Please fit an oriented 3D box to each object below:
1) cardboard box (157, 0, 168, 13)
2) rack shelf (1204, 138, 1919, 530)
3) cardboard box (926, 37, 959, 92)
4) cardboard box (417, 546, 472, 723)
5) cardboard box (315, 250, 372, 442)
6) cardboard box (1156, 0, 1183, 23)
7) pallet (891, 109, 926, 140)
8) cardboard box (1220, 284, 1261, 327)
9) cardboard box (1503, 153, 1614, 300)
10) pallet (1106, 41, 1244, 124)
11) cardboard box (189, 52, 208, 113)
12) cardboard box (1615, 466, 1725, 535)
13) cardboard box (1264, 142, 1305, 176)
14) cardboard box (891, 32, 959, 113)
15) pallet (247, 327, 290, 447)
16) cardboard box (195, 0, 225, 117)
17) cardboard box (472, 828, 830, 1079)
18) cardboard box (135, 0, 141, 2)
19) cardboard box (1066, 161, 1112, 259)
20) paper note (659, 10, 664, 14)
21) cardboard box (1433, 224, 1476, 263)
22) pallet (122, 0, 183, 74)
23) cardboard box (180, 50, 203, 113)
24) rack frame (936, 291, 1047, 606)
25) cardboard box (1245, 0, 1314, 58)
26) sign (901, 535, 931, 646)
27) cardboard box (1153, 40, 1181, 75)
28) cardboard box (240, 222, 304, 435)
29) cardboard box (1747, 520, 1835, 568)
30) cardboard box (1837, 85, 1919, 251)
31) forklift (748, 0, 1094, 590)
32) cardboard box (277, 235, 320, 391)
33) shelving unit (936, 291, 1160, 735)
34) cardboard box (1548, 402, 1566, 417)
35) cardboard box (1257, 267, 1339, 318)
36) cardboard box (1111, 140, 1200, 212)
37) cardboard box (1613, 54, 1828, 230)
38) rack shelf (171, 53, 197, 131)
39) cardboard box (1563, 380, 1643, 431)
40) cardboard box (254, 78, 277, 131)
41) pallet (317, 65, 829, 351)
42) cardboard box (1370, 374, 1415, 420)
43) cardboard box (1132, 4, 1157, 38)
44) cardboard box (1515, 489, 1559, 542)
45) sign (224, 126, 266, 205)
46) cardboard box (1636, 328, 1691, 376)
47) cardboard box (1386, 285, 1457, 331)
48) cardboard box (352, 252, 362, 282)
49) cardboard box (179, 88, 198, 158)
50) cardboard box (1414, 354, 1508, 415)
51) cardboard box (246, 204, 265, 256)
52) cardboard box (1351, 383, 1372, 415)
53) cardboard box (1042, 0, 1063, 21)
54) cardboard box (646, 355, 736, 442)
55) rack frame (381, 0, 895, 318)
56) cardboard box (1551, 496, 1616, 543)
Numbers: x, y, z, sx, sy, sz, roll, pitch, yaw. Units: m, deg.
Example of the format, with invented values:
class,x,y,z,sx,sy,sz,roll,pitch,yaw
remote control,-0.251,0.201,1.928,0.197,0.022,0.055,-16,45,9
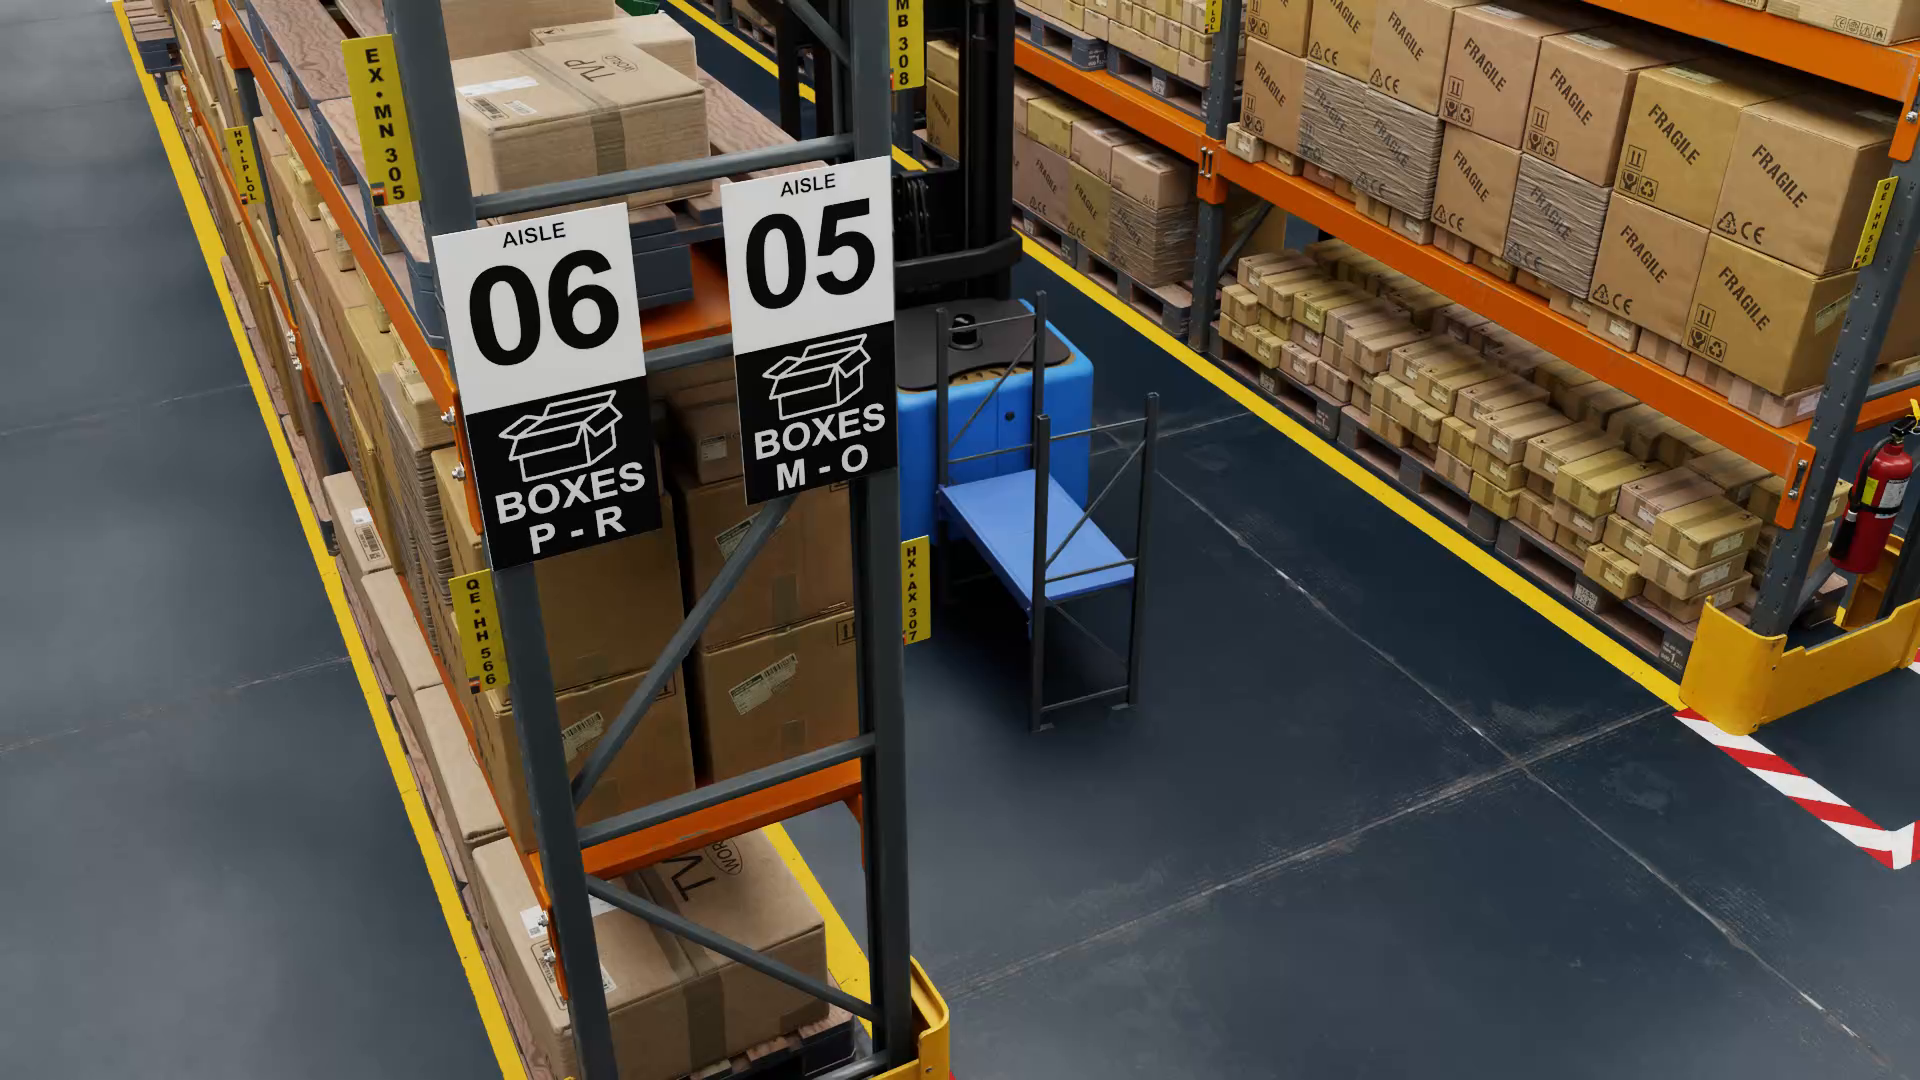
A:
class,x,y,z,sx,sy,sz,roll,pitch,yaw
cardboard box,-4.806,-3.637,10.389,0.500,0.500,0.500,-17,36,-24
rack shelf,2.781,-1.273,8.124,1.077,0.370,4.000,-16,36,-23
cardboard box,0.091,-3.490,12.149,0.500,0.250,0.500,-18,37,-25
cardboard box,-1.298,0.223,5.029,0.500,0.500,0.500,-17,36,-24
cardboard box,-1.784,-0.681,5.513,0.500,0.500,0.500,-16,36,-23
cardboard box,1.363,-3.123,9.636,0.380,0.149,0.250,-17,36,-25
pallet,-0.317,-3.661,13.768,1.003,0.211,1.213,-16,36,-23
cardboard box,1.735,-1.379,9.599,0.380,0.149,0.250,-14,35,-21
cardboard box,2.796,-1.425,7.326,0.500,0.500,0.500,-16,36,-23
pallet,1.621,-2.851,10.097,1.003,0.211,1.213,-16,36,-23
cardboard box,-3.869,-2.502,9.050,0.500,0.250,0.500,-16,36,-23
cardboard box,3.176,-0.172,7.440,0.380,0.149,0.250,-15,36,-22
cardboard box,1.877,-2.103,8.984,0.380,0.149,0.250,-15,36,-22
cardboard box,-0.221,-3.982,13.381,1.050,0.750,0.750,-16,36,-24
pallet,-3.483,-0.995,9.608,1.003,0.211,1.213,-16,36,-23
cardboard box,-3.381,-2.342,8.106,0.500,0.500,0.500,-15,35,-22
cardboard box,-1.015,1.284,5.451,0.875,0.438,0.875,-17,36,-25
cardboard box,-6.727,-4.605,14.121,0.500,0.500,0.500,-16,36,-24
cardboard box,1.042,-2.190,10.815,0.500,0.500,0.500,-17,36,-24
paper note,-2.996,-5.192,16.325,0.142,0.020,0.147,12,35,19
cardboard box,2.514,-1.475,8.004,0.380,0.149,0.250,-14,35,-21
pallet,-4.775,-3.379,10.921,1.213,0.211,1.003,-16,36,-23
cardboard box,-4.343,-2.786,9.957,0.500,0.250,0.500,-17,36,-24
rack frame,0.134,-0.381,7.454,0.500,1.500,0.032,-13,35,-19
cardboard box,1.843,-2.842,8.611,0.500,0.500,0.500,-15,36,-22
sign,-0.125,0.137,4.380,0.100,0.325,0.005,-16,36,-23
cardboard box,1.366,-2.865,9.785,0.380,0.149,0.250,-16,36,-23
cardboard box,-3.271,-1.224,8.961,0.875,0.875,0.875,-15,36,-22
cardboard box,3.696,-0.038,7.506,0.380,0.149,0.250,-14,35,-21
cardboard box,3.739,-1.491,6.501,0.500,0.500,0.500,-16,36,-23
forklift,-0.407,-1.765,8.288,1.130,2.935,3.031,-13,35,-19
cardboard box,-2.496,-0.990,6.921,0.500,0.500,0.500,-15,35,-22
shelving unit,0.329,-0.127,7.059,0.538,1.500,1.048,-13,35,-19
cardboard box,3.032,-0.649,8.460,0.380,0.149,0.250,-14,35,-21
cardboard box,1.902,-1.395,9.348,0.380,0.149,0.250,-14,35,-21
cardboard box,1.278,-2.262,10.234,0.500,0.250,0.500,-17,36,-24
cardboard box,3.044,-1.608,6.683,0.500,0.500,0.500,-17,36,-25
rack shelf,-5.281,-3.798,12.064,1.077,0.370,4.000,-16,36,-23
cardboard box,3.221,-0.670,8.217,0.380,0.149,0.250,-14,35,-21
cardboard box,-2.566,-1.758,6.592,0.380,0.149,0.250,-16,36,-24
pallet,-0.974,-0.906,4.184,1.003,0.211,1.213,-16,36,-23
cardboard box,2.370,-0.770,8.649,0.380,0.149,0.250,-16,36,-23
cardboard box,1.251,-3.112,9.894,0.380,0.149,0.250,-14,35,-21
cardboard box,2.901,-0.156,7.967,0.380,0.149,0.250,-15,36,-23
sign,-2.959,-1.550,6.889,0.100,0.325,0.005,-16,36,-23
cardboard box,3.099,-0.844,7.020,0.380,0.149,0.250,-16,36,-24
cardboard box,2.573,-1.281,9.170,0.380,0.149,0.250,-15,35,-22
cardboard box,-1.712,-0.911,5.270,0.380,0.149,0.250,-15,35,-22
cardboard box,-5.303,-3.202,12.514,0.950,0.372,0.625,-15,35,-22
cardboard box,2.532,-0.789,8.403,0.380,0.149,0.250,-16,36,-23
cardboard box,-3.152,-1.568,8.056,0.500,0.250,0.500,-16,36,-24
cardboard box,2.339,-0.792,8.959,0.380,0.149,0.250,-17,37,-25
cardboard box,0.754,-3.489,10.760,0.380,0.149,0.250,-17,36,-25
cardboard box,-0.724,-0.411,4.490,0.380,0.149,0.250,-15,36,-22
rack frame,-0.618,-1.854,2.803,1.000,3.000,0.127,-16,36,-23
cardboard box,2.971,-0.151,7.683,0.380,0.149,0.250,-17,37,-25
